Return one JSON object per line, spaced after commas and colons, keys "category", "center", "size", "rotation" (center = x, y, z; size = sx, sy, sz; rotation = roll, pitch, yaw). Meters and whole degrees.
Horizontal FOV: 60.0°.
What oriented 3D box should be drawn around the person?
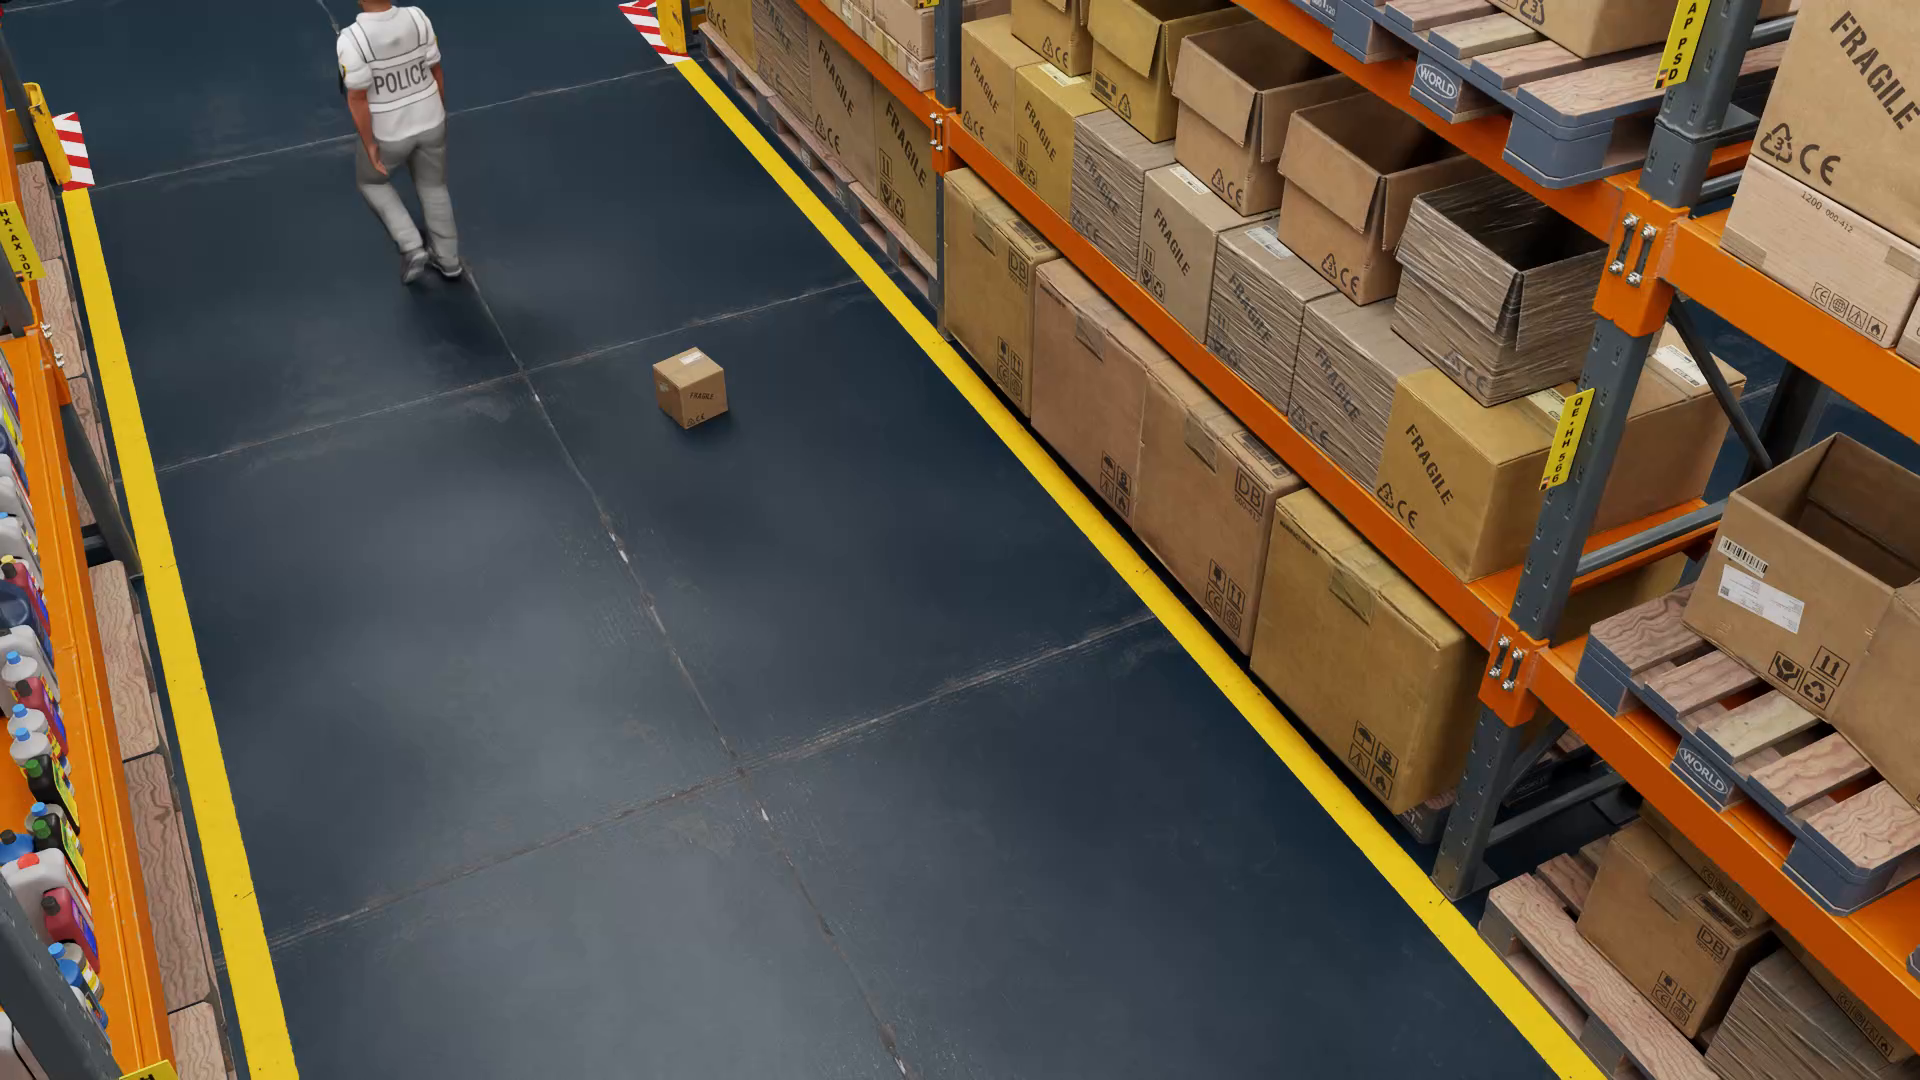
{"category": "person", "center": [-2.909, -2.158, 8.609], "size": [0.546, 1.802, 0.465], "rotation": [-30, 49, -30]}
